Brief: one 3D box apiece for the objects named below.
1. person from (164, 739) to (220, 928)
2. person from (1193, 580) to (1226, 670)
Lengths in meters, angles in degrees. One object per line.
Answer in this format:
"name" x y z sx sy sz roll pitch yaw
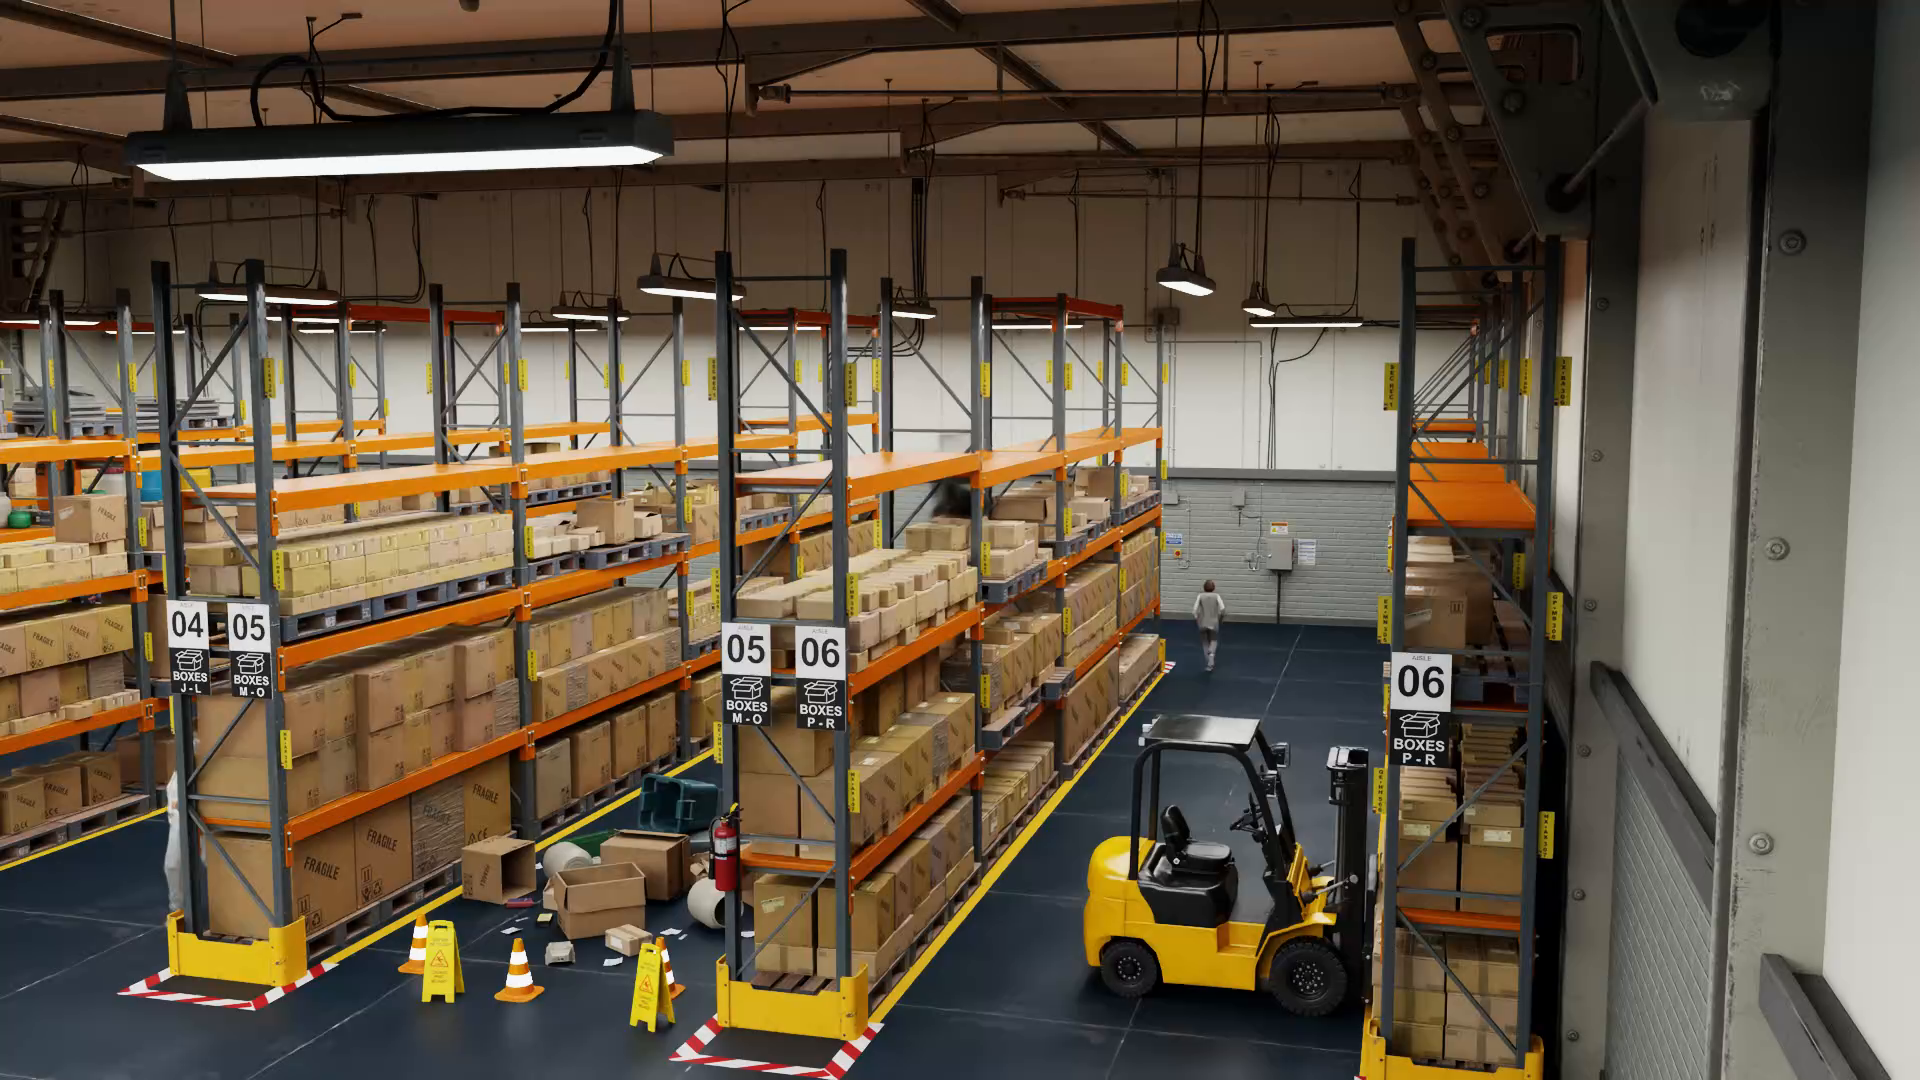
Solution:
"person" -7.132 2.702 15.533 0.580 1.729 0.753 1 6 6
"person" 4.211 1.445 28.095 0.550 1.537 0.437 1 6 10
